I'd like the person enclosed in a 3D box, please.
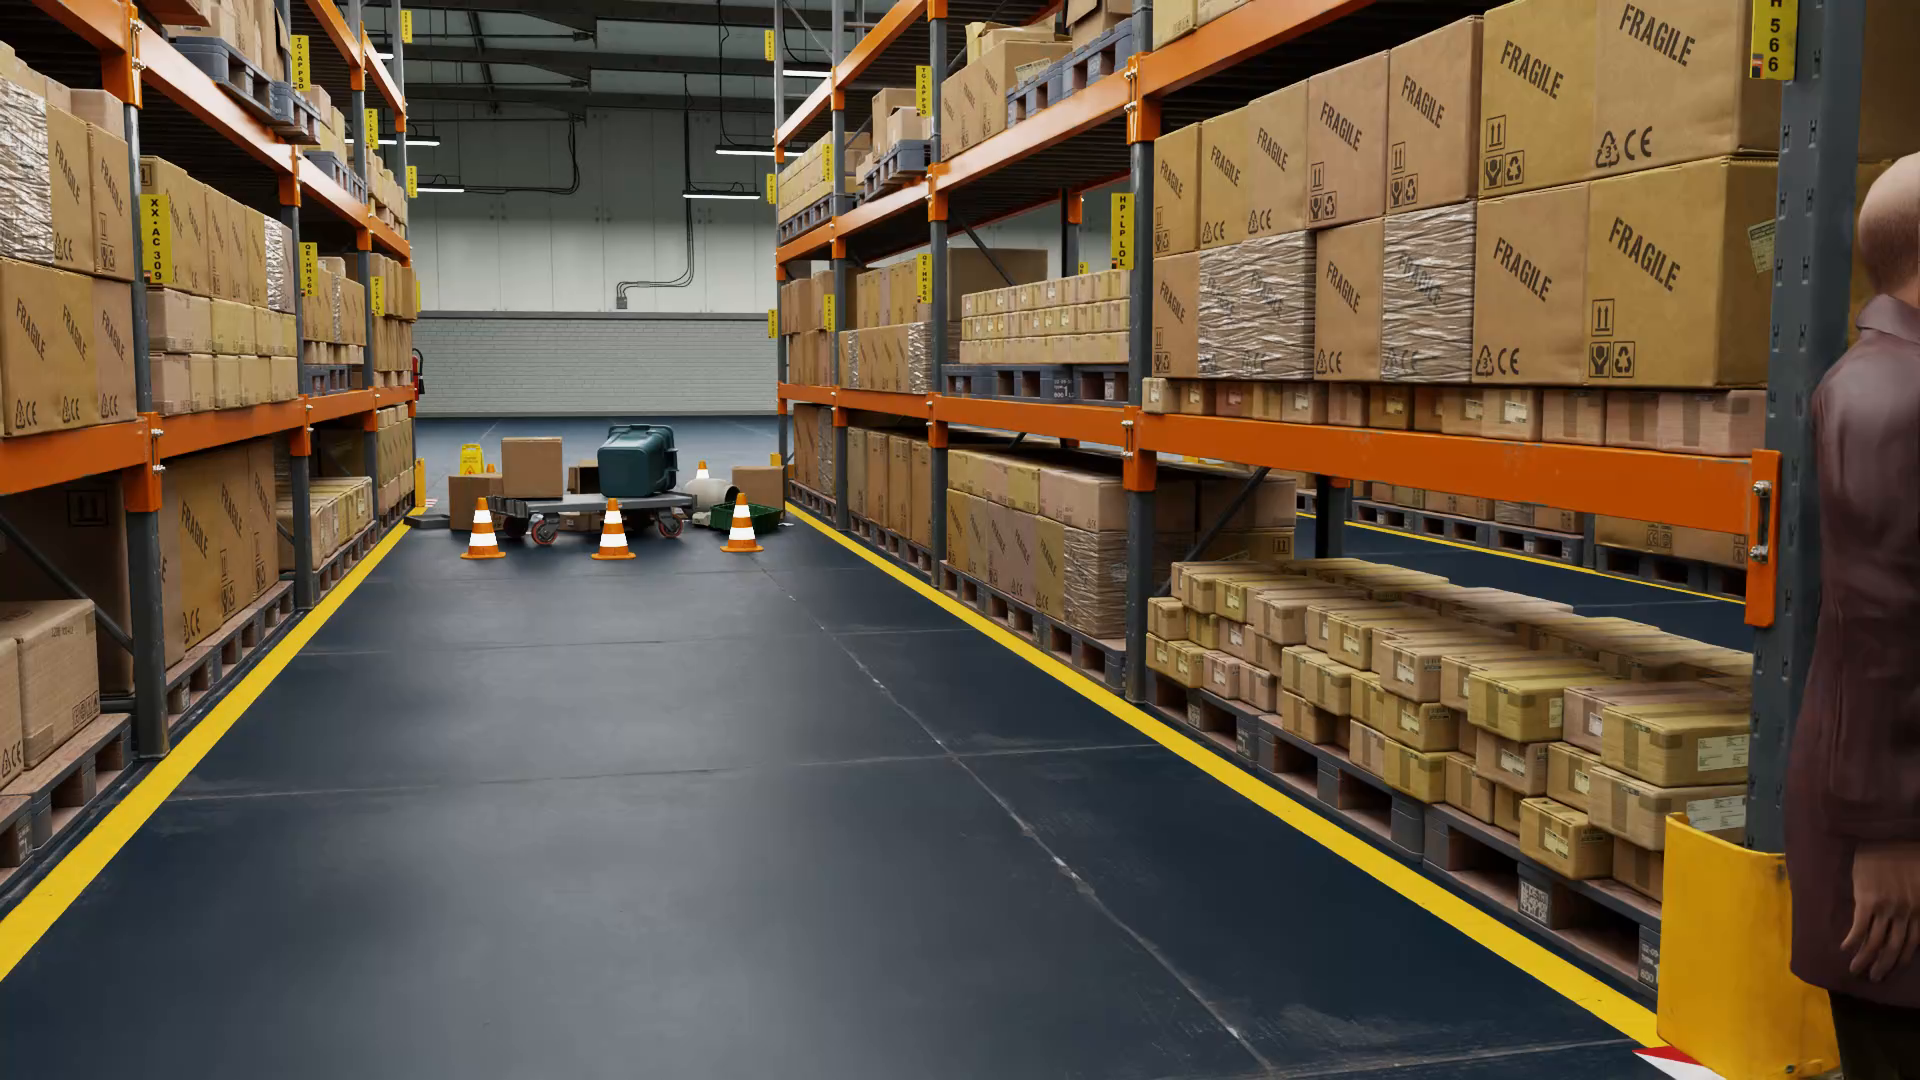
[{"bbox_3d":[1.279,0.358,2.254,0.561,1.761,0.638,4,7,34],"label":"person"}]
